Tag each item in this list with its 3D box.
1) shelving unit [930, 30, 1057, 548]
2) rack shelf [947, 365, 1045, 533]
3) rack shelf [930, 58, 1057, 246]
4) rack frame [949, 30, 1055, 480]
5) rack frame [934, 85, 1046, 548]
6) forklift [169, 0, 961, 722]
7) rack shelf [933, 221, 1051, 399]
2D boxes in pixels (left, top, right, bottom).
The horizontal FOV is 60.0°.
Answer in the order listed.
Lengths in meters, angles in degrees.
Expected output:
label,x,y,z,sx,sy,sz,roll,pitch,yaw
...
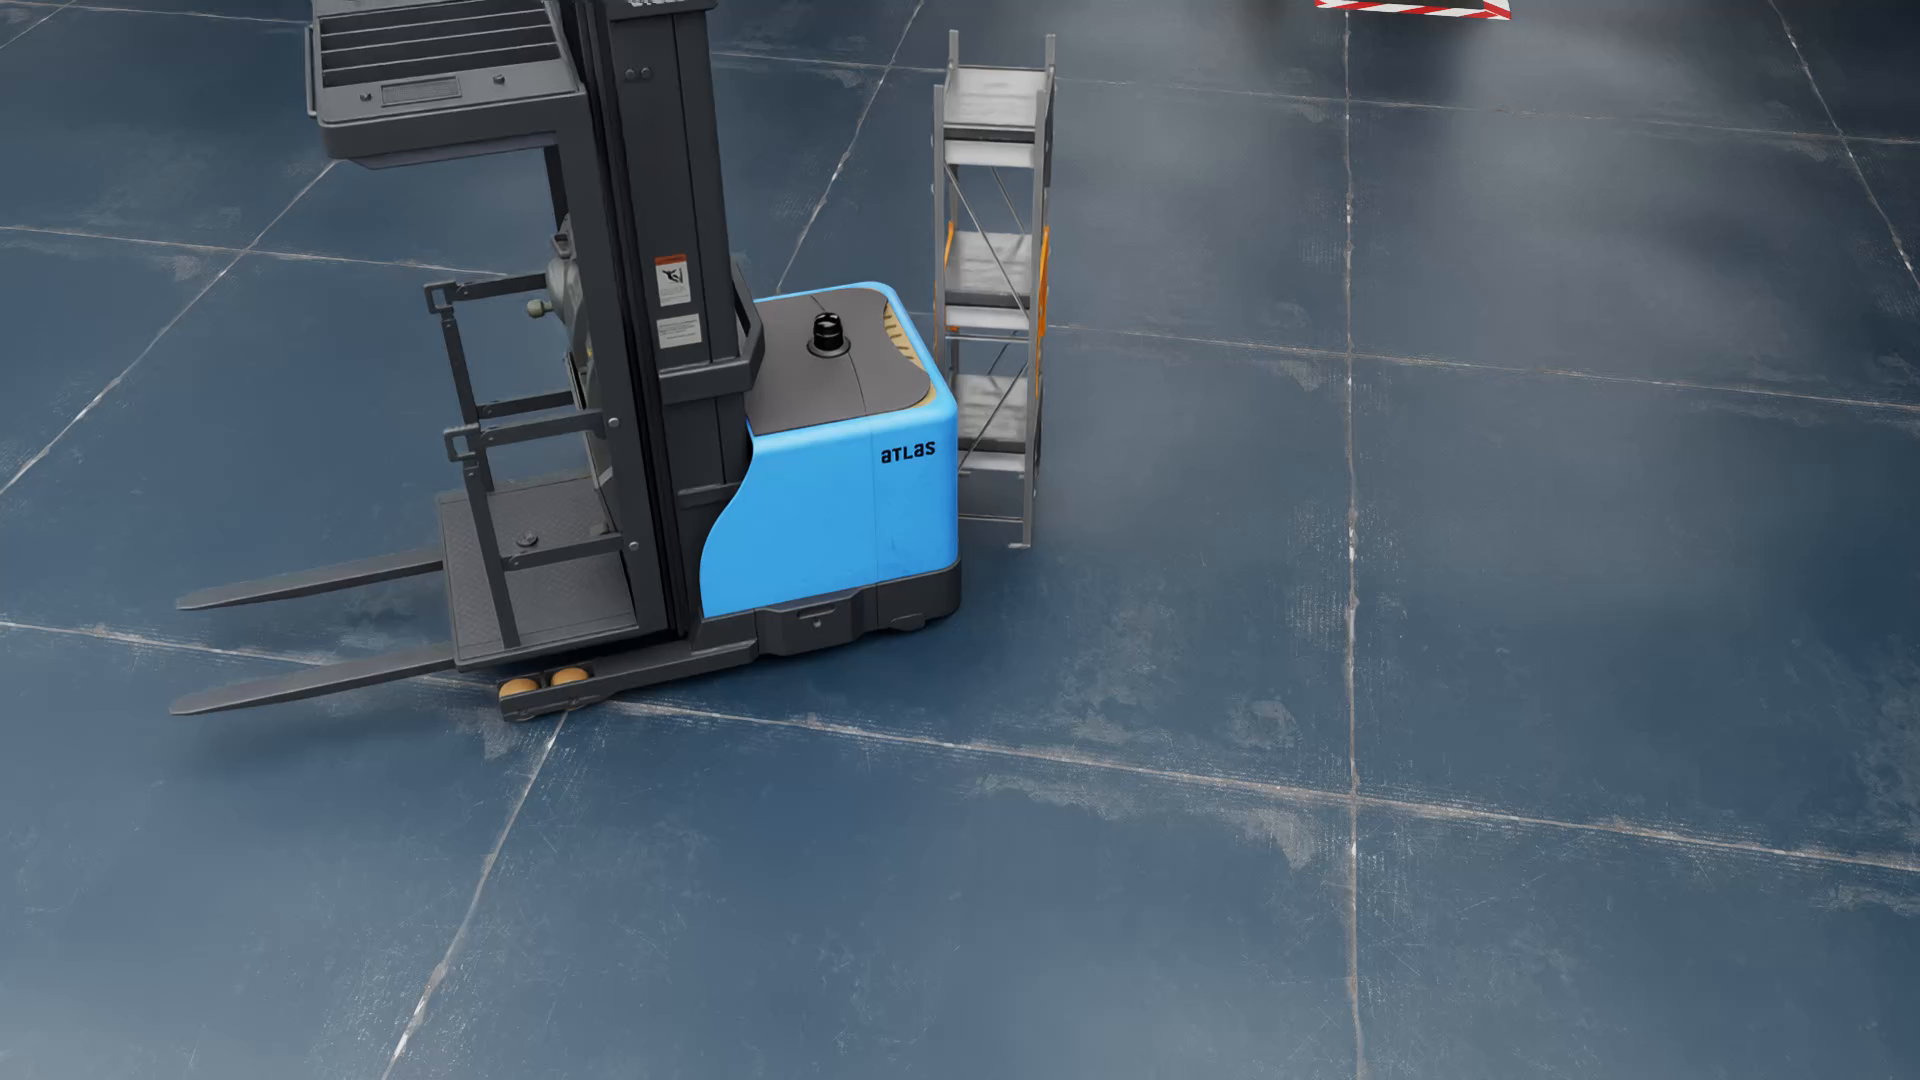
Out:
label,x,y,z,sx,sy,sz,roll,pitch,yaw
shelving unit,0.132,-0.947,6.747,0.431,2.100,0.503,4,40,5
rack shelf,0.132,-0.397,7.202,0.431,0.518,0.480,4,40,5
rack shelf,0.132,-1.476,6.310,0.431,0.518,0.480,4,40,5
rack frame,0.158,-1.101,6.934,0.400,2.100,0.015,4,40,5
rack frame,0.106,-0.792,6.560,0.400,2.100,0.015,4,40,5
forklift,-1.570,-0.811,5.931,3.031,2.935,1.130,-11,41,-14
rack shelf,0.132,-0.936,6.756,0.431,0.518,0.480,4,40,5
